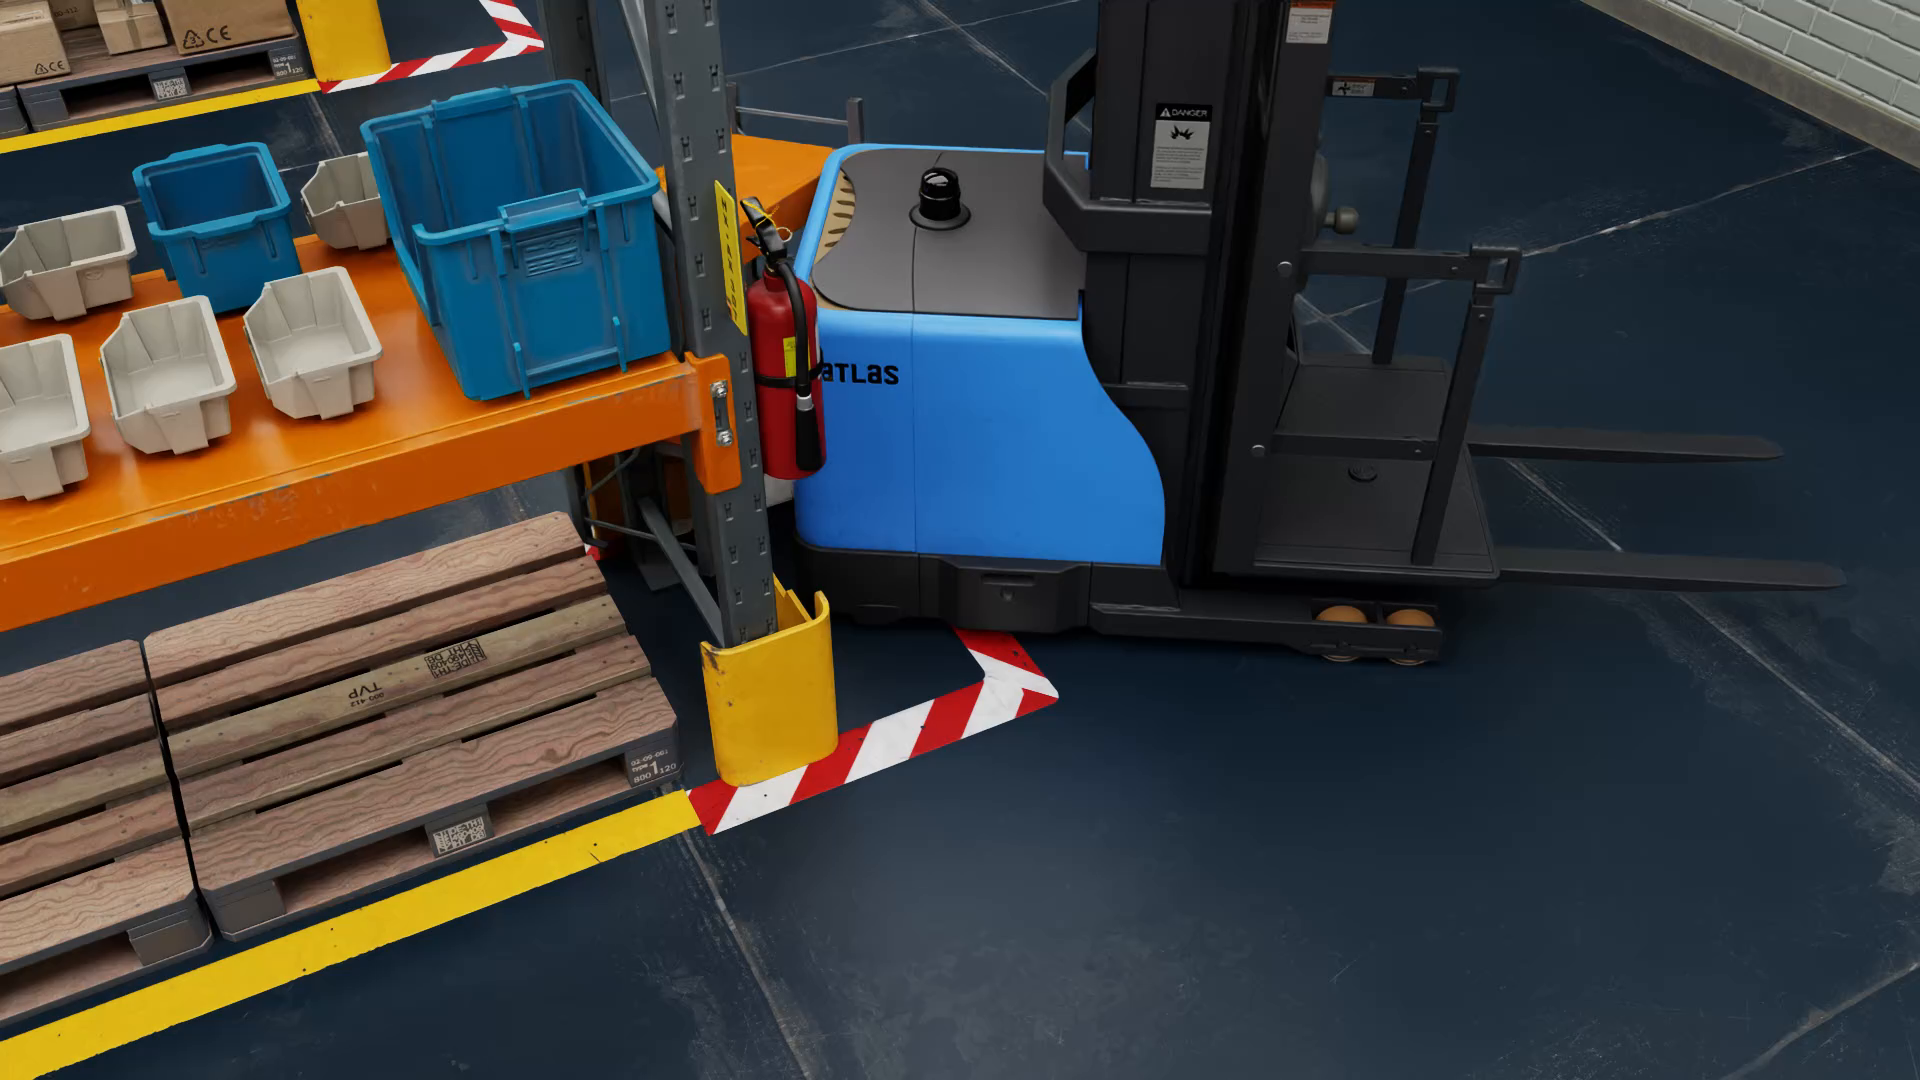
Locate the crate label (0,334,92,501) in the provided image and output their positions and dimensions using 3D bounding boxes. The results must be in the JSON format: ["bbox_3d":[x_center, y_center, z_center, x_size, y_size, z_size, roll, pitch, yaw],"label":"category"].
[{"bbox_3d":[-1.889,-0.238,3.367,0.243,0.136,0.396,-19,44,-21],"label":"crate label"}]

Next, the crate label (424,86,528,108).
[{"bbox_3d":[-1.121,-0.912,4.089,0.303,0.233,0.416,-19,44,-21],"label":"crate label"}]

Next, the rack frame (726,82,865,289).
[{"bbox_3d":[-0.509,-0.920,5.478,0.500,1.125,0.032,13,35,23],"label":"rack frame"}]

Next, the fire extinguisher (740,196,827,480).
[{"bbox_3d":[-0.406,-0.451,3.809,0.183,0.674,0.296,-19,44,-21],"label":"fire extinguisher"}]

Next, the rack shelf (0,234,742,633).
[{"bbox_3d":[-2.524,0.034,3.445,4.000,0.370,1.077,-19,44,-21],"label":"rack shelf"}]

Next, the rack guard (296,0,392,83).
[{"bbox_3d":[-3.102,-2.701,8.054,0.348,0.500,1.175,-19,44,-21],"label":"rack guard"}]

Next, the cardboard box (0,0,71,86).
[{"bbox_3d":[-4.260,-2.226,7.346,0.500,0.250,0.500,-19,44,-21],"label":"cardboard box"}]

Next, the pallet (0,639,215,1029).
[{"bbox_3d":[-2.580,0.812,4.128,1.213,0.211,1.003,-19,44,-21],"label":"pallet"}]

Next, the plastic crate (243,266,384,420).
[{"bbox_3d":[-1.390,-0.413,3.574,0.243,0.136,0.396,-19,44,-21],"label":"plastic crate"}]

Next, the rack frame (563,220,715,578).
[{"bbox_3d":[-0.967,-0.427,4.716,0.500,1.125,0.032,13,35,23],"label":"rack frame"}]

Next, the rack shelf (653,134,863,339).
[{"bbox_3d":[-0.748,-0.922,4.942,0.538,0.278,1.000,13,35,23],"label":"rack shelf"}]

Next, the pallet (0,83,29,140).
[{"bbox_3d":[-4.889,-1.990,7.438,1.213,0.211,1.003,-19,44,-21],"label":"pallet"}]

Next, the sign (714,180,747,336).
[{"bbox_3d":[-0.481,-0.590,3.499,0.005,0.325,0.100,-19,44,-21],"label":"sign"}]

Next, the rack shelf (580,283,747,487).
[{"bbox_3d":[-0.730,-0.466,5.226,0.538,0.278,1.000,13,35,23],"label":"rack shelf"}]

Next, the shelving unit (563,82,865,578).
[{"bbox_3d":[-0.738,-0.673,5.097,0.538,1.125,1.048,13,35,23],"label":"shelving unit"}]

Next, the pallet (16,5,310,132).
[{"bbox_3d":[-3.809,-2.352,7.865,1.213,0.211,1.003,-19,44,-21],"label":"pallet"}]

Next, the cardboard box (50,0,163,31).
[{"bbox_3d":[-4.091,-2.647,7.843,0.500,0.250,0.500,-19,44,-21],"label":"cardboard box"}]

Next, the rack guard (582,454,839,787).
[{"bbox_3d":[-0.735,0.102,4.743,0.348,0.500,1.175,-19,44,-21],"label":"rack guard"}]

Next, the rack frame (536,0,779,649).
[{"bbox_3d":[-0.750,-0.838,3.918,0.127,3.000,1.000,-19,44,-21],"label":"rack frame"}]

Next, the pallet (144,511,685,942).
[{"bbox_3d":[-1.499,0.450,4.555,1.213,0.211,1.003,-19,44,-21],"label":"pallet"}]

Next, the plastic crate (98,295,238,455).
[{"bbox_3d":[-1.653,-0.335,3.482,0.243,0.136,0.396,-19,44,-21],"label":"plastic crate"}]

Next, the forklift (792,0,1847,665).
[{"bbox_3d":[1.057,-1.115,4.299,3.031,2.935,1.130,3,40,3],"label":"forklift"}]

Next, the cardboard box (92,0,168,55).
[{"bbox_3d":[-3.804,-2.391,7.606,0.250,0.166,0.380,-19,44,-21],"label":"cardboard box"}]

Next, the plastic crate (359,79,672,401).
[{"bbox_3d":[-0.961,-0.667,3.643,0.499,0.435,0.616,-19,44,-21],"label":"plastic crate"}]

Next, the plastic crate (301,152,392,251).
[{"bbox_3d":[-1.444,-0.827,4.063,0.298,0.136,0.250,-19,44,-21],"label":"plastic crate"}]

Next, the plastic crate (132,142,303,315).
[{"bbox_3d":[-1.705,-0.715,3.857,0.300,0.233,0.416,-19,44,-21],"label":"plastic crate"}]

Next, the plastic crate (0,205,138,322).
[{"bbox_3d":[-2.045,-0.624,3.824,0.298,0.136,0.250,-19,44,-21],"label":"plastic crate"}]

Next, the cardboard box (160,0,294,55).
[{"bbox_3d":[-3.403,-2.588,7.580,0.500,0.500,0.500,-19,44,-21],"label":"cardboard box"}]
